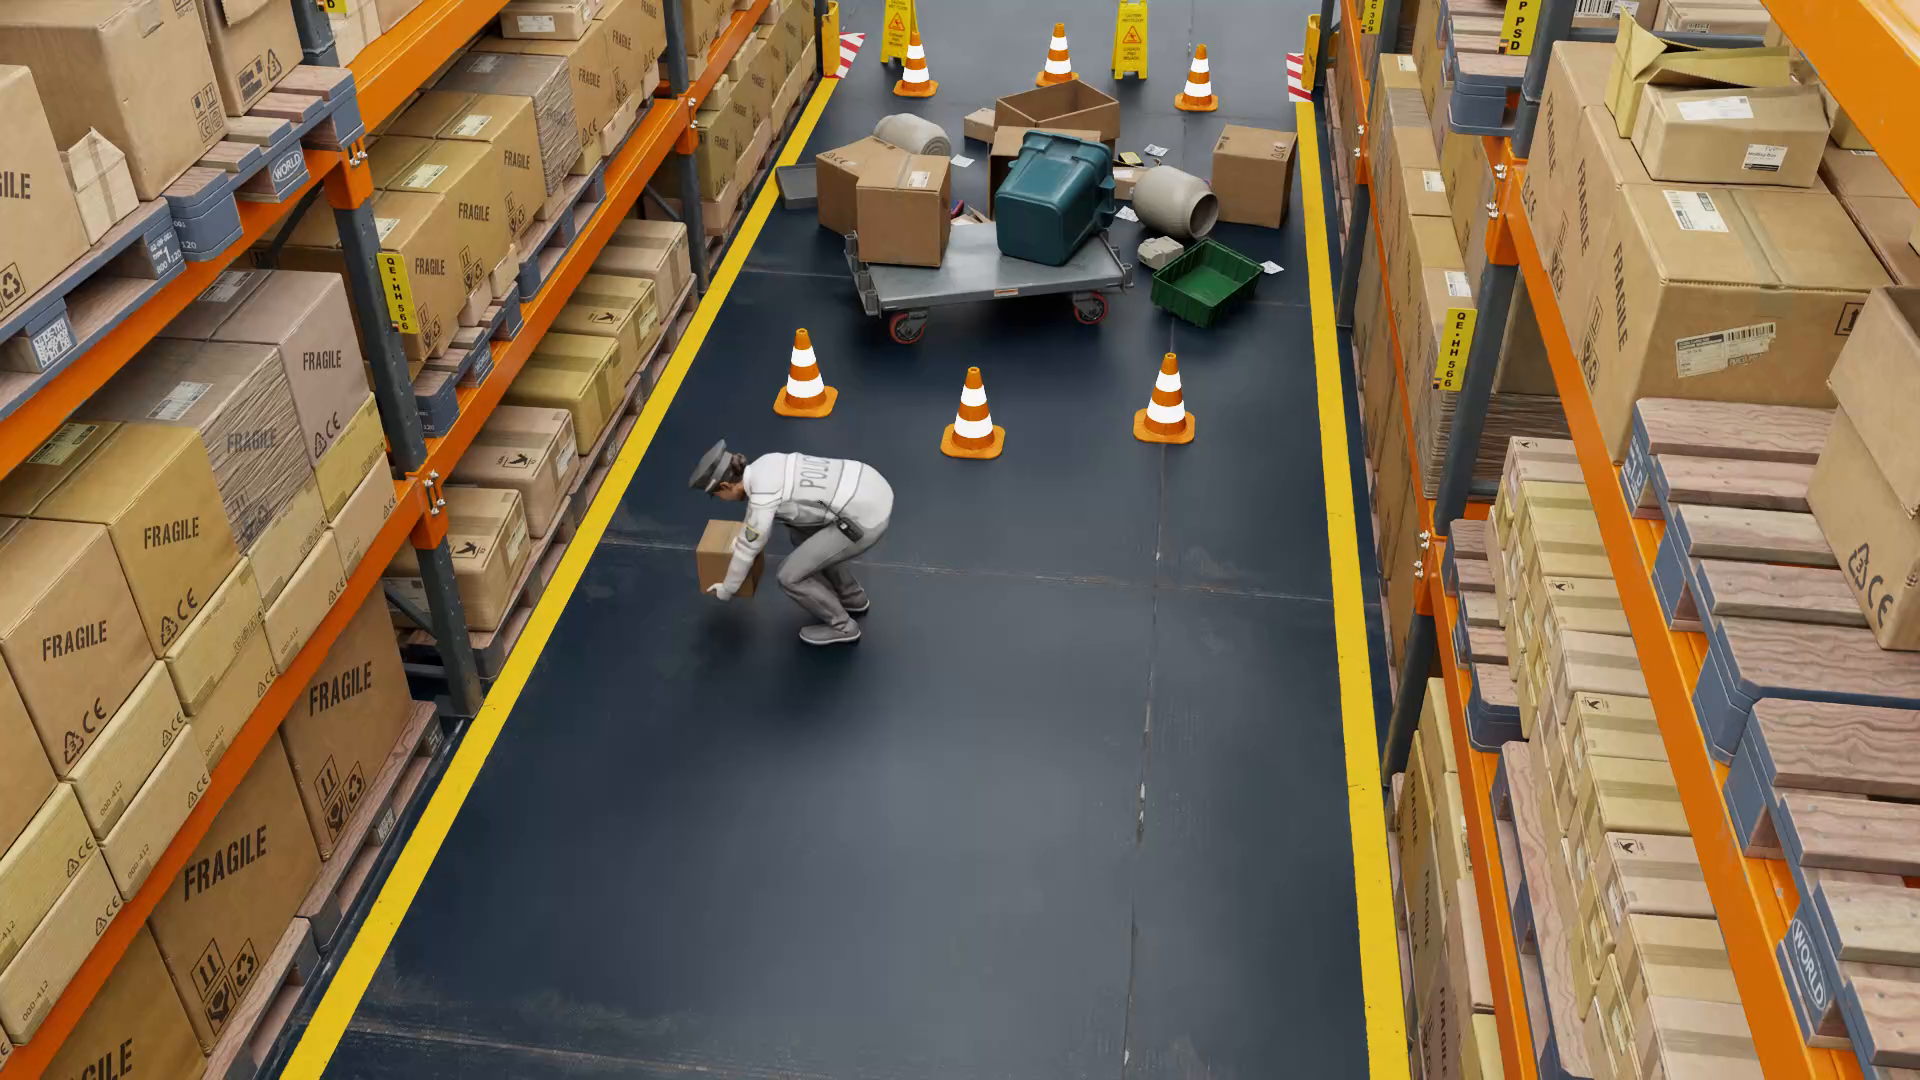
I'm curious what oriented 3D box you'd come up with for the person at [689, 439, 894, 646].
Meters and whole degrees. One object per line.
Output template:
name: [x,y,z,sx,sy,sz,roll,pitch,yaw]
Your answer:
person: [-0.761,-0.010,7.629,0.915,0.983,0.467,3,36,4]
